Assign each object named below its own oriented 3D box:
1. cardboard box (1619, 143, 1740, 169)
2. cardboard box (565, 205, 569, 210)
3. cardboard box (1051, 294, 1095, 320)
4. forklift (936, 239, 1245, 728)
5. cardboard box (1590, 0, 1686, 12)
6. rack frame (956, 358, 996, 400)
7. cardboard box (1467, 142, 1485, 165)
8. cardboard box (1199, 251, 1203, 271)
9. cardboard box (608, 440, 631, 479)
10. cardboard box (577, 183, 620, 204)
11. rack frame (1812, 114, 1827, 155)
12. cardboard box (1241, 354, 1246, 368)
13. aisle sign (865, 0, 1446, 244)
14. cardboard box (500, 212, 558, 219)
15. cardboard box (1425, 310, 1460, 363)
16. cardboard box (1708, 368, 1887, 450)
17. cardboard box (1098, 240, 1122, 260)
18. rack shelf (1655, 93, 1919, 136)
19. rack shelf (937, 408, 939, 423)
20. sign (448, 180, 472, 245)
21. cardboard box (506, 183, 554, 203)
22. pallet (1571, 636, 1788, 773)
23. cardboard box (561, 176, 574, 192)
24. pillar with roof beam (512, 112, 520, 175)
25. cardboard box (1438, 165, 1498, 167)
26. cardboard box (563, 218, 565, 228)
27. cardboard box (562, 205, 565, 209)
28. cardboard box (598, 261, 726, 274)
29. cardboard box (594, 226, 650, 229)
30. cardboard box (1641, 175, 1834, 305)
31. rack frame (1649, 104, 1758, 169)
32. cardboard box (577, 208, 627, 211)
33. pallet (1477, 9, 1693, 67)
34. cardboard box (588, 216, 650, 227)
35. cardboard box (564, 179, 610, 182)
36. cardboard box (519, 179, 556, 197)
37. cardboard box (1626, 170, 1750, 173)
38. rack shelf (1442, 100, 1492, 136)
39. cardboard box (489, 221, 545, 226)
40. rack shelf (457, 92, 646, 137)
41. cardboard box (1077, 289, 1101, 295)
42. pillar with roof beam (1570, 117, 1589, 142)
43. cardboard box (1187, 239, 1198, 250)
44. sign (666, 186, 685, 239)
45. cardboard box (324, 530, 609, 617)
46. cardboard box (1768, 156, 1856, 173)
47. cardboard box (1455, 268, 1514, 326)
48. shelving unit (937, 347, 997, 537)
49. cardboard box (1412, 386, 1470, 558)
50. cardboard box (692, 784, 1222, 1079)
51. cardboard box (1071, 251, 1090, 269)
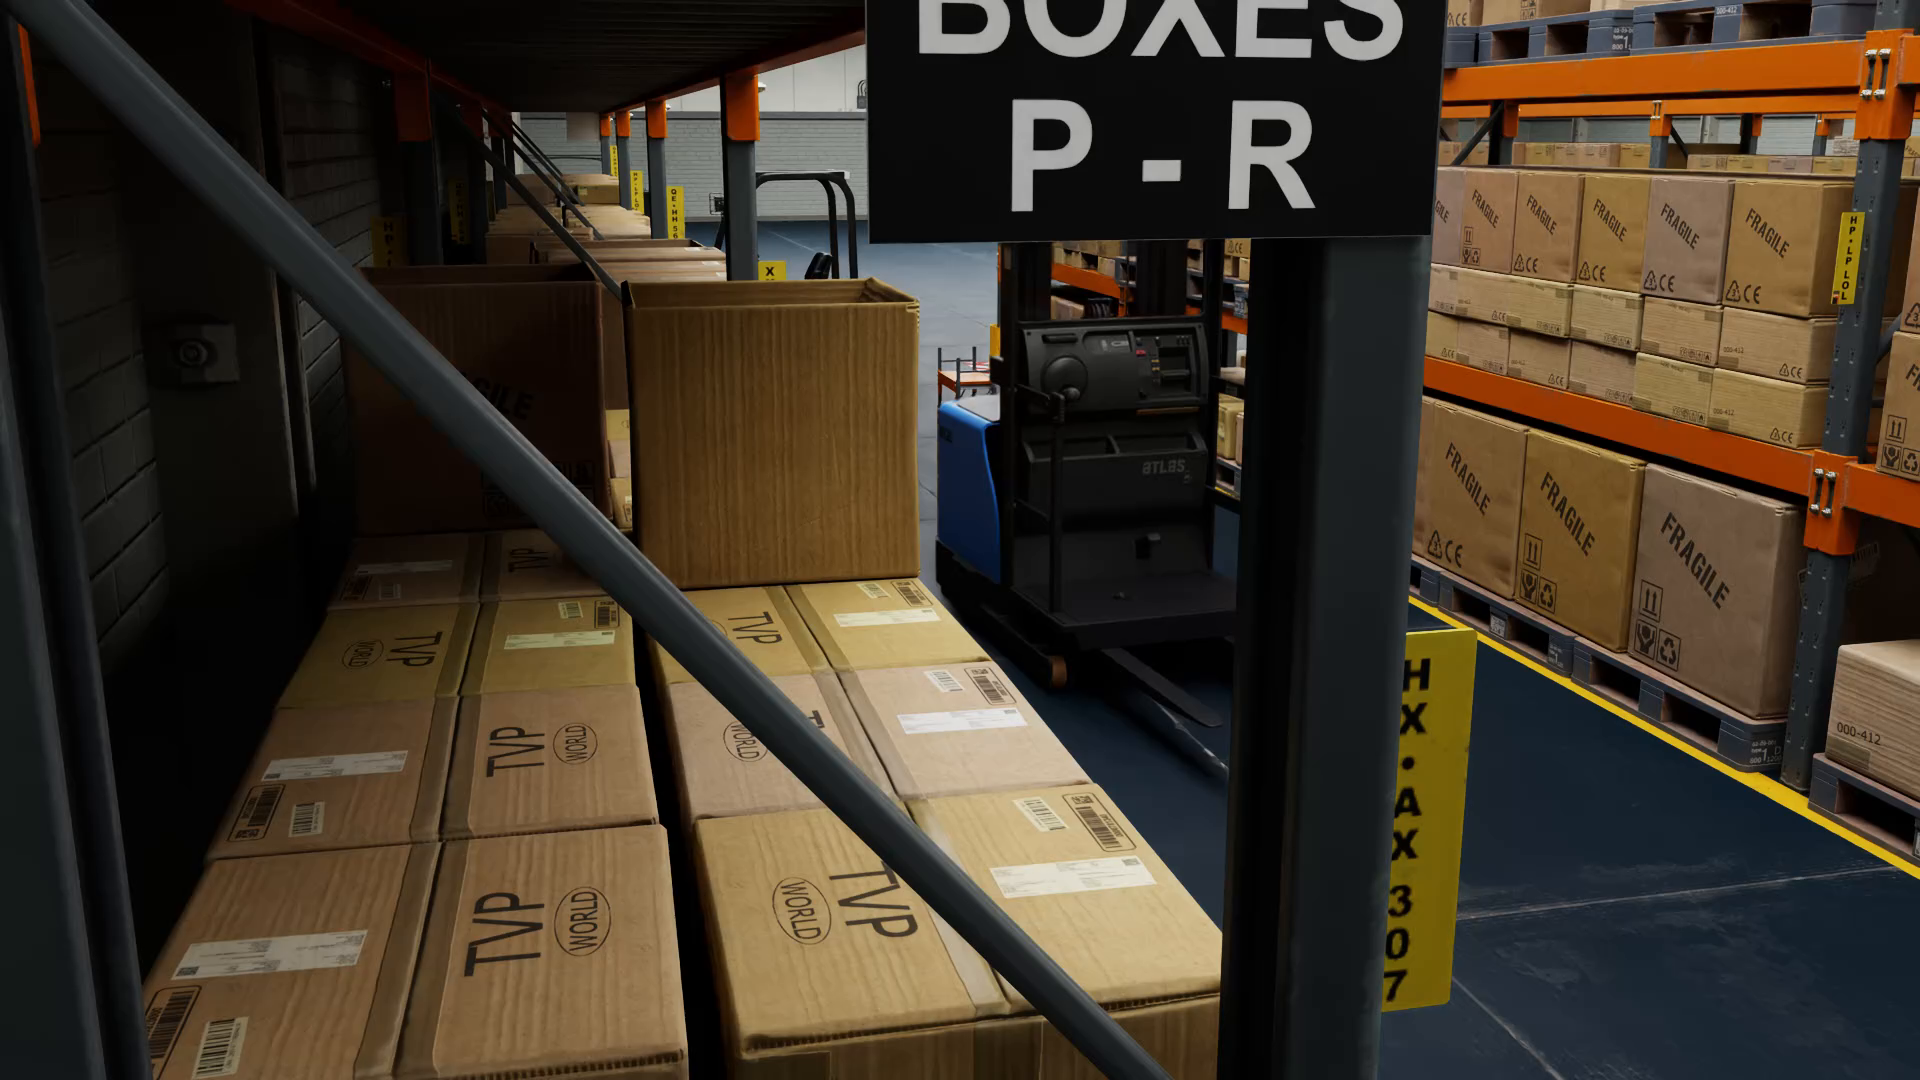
[{"bbox_3d":[6.572,-3.348,15.220,0.875,0.550,0.550,-3,14,-13],"label":"cardboard box"},{"bbox_3d":[-3.276,-2.952,14.611,0.380,0.149,0.250,-3,14,-14],"label":"cardboard box"},{"bbox_3d":[1.062,-2.076,15.934,0.500,0.500,0.500,-3,14,-12],"label":"cardboard box"},{"bbox_3d":[0.815,-0.843,7.701,1.130,2.935,3.031,-5,14,-18],"label":"forklift"},{"bbox_3d":[3.126,-2.494,7.604,0.380,0.166,0.250,-2,14,-8],"label":"cardboard box"},{"bbox_3d":[0.096,-0.488,9.898,0.240,1.200,0.015,-3,14,-13],"label":"rack frame"},{"bbox_3d":[5.954,-3.974,17.783,0.875,0.550,0.550,-3,14,-13],"label":"cardboard box"},{"bbox_3d":[1.939,-1.999,11.934,0.380,0.149,0.250,-3,14,-11],"label":"cardboard box"},{"bbox_3d":[-0.619,-0.094,4.182,0.500,0.250,0.500,-3,14,-13],"label":"cardboard box"},{"bbox_3d":[-2.773,-2.685,12.893,0.380,0.149,0.250,-3,14,-12],"label":"cardboard box"},{"bbox_3d":[10.531,-3.840,19.823,1.000,3.000,0.127,-3,14,-13],"label":"rack frame"},{"bbox_3d":[2.908,-1.474,15.403,0.500,0.500,0.500,7,15,26],"label":"cardboard box"},{"bbox_3d":[0.133,-0.582,1.012,0.394,0.787,0.004,-3,14,-13],"label":"aisle sign"},{"bbox_3d":[-2.963,-2.177,11.441,0.380,0.149,0.250,-3,14,-14],"label":"cardboard box"},{"bbox_3d":[2.785,-1.124,9.025,0.500,0.250,0.500,-4,14,-15],"label":"cardboard box"},{"bbox_3d":[3.366,-0.535,6.614,0.500,0.250,0.500,-4,14,-15],"label":"cardboard box"},{"bbox_3d":[1.491,-2.646,14.100,0.500,0.500,0.500,-4,14,-15],"label":"cardboard box"},{"bbox_3d":[7.095,-3.310,12.850,1.077,0.370,4.000,-3,14,-13],"label":"rack shelf"},{"bbox_3d":[0.039,-0.697,10.091,0.258,0.148,0.480,-3,14,-13],"label":"rack shelf"},{"bbox_3d":[-2.586,-1.695,8.605,0.100,0.325,0.005,-3,14,-13],"label":"sign"},{"bbox_3d":[-3.374,-2.712,13.004,0.380,0.149,0.250,-4,14,-15],"label":"cardboard box"},{"bbox_3d":[3.462,0.662,7.273,1.003,0.211,1.213,-3,14,-13],"label":"pallet"},{"bbox_3d":[-3.475,-3.271,15.293,0.380,0.149,0.250,-3,14,-13],"label":"cardboard box"},{"bbox_3d":[-6.091,-11.490,38.495,9.100,9.000,0.400,-3,14,-13],"label":"pillar with roof beam"},{"bbox_3d":[2.655,-1.849,9.356,0.500,0.500,0.500,-4,14,-15],"label":"cardboard box"},{"bbox_3d":[-2.976,-2.372,13.603,0.500,0.500,0.500,-3,14,-12],"label":"cardboard box"},{"bbox_3d":[-3.555,-2.959,16.009,0.500,0.500,0.500,-4,14,-14],"label":"cardboard box"},{"bbox_3d":[-1.126,-0.737,6.030,0.700,0.500,0.500,-3,14,-13],"label":"cardboard box"},{"bbox_3d":[-1.985,-1.737,9.640,0.380,0.149,0.250,-3,14,-12],"label":"cardboard box"},{"bbox_3d":[3.238,-1.261,6.952,0.500,0.500,0.500,-3,14,-12],"label":"cardboard box"},{"bbox_3d":[6.625,-2.664,15.009,1.000,3.000,0.127,-3,14,-13],"label":"rack frame"},{"bbox_3d":[-2.612,-2.326,12.048,0.380,0.149,0.250,-3,14,-14],"label":"cardboard box"},{"bbox_3d":[3.245,-2.404,8.023,1.003,0.211,1.213,-3,14,-11],"label":"pallet"},{"bbox_3d":[-2.224,-2.034,10.856,0.380,0.149,0.250,-4,14,-15],"label":"cardboard box"},{"bbox_3d":[-3.153,-2.978,14.092,0.380,0.149,0.250,-3,14,-13],"label":"cardboard box"},{"bbox_3d":[-3.654,-3.009,14.220,0.380,0.149,0.250,-3,14,-12],"label":"cardboard box"},{"bbox_3d":[3.503,-1.521,8.016,0.500,0.500,0.500,-4,14,-14],"label":"cardboard box"},{"bbox_3d":[2.307,-3.011,11.626,1.077,0.370,4.000,-3,14,-13],"label":"rack shelf"},{"bbox_3d":[-2.743,-1.879,10.221,0.380,0.149,0.250,-4,14,-14],"label":"cardboard box"},{"bbox_3d":[-2.517,-2.733,10.490,1.077,0.370,4.000,-3,14,-13],"label":"rack shelf"},{"bbox_3d":[1.465,-2.229,16.560,0.500,0.500,0.500,-3,14,-11],"label":"cardboard box"},{"bbox_3d":[14.750,-14.150,49.383,9.100,9.000,0.548,-3,14,-13],"label":"pillar with roof beam"},{"bbox_3d":[1.890,-2.407,12.237,0.500,0.500,0.500,-3,14,-14],"label":"cardboard box"},{"bbox_3d":[-1.522,-1.721,8.876,0.100,0.325,0.005,-3,14,-13],"label":"sign"},{"bbox_3d":[-0.889,0.164,3.124,0.500,0.250,0.500,-3,14,-13],"label":"cardboard box"},{"bbox_3d":[6.989,-2.849,13.449,0.700,0.500,0.500,-3,14,-13],"label":"cardboard box"},{"bbox_3d":[2.881,-1.246,8.470,0.500,0.250,0.500,-3,14,-13],"label":"cardboard box"},{"bbox_3d":[0.039,-0.545,10.128,0.258,1.200,0.503,-3,14,-13],"label":"shelving unit"},{"bbox_3d":[2.858,-0.450,9.539,0.875,0.875,0.875,-3,14,-14],"label":"cardboard box"},{"bbox_3d":[-0.013,0.490,1.790,0.500,0.250,0.500,-3,14,-13],"label":"cardboard box"},{"bbox_3d":[1.224,-2.534,15.007,0.380,0.149,0.250,-3,14,-14],"label":"cardboard box"}]
